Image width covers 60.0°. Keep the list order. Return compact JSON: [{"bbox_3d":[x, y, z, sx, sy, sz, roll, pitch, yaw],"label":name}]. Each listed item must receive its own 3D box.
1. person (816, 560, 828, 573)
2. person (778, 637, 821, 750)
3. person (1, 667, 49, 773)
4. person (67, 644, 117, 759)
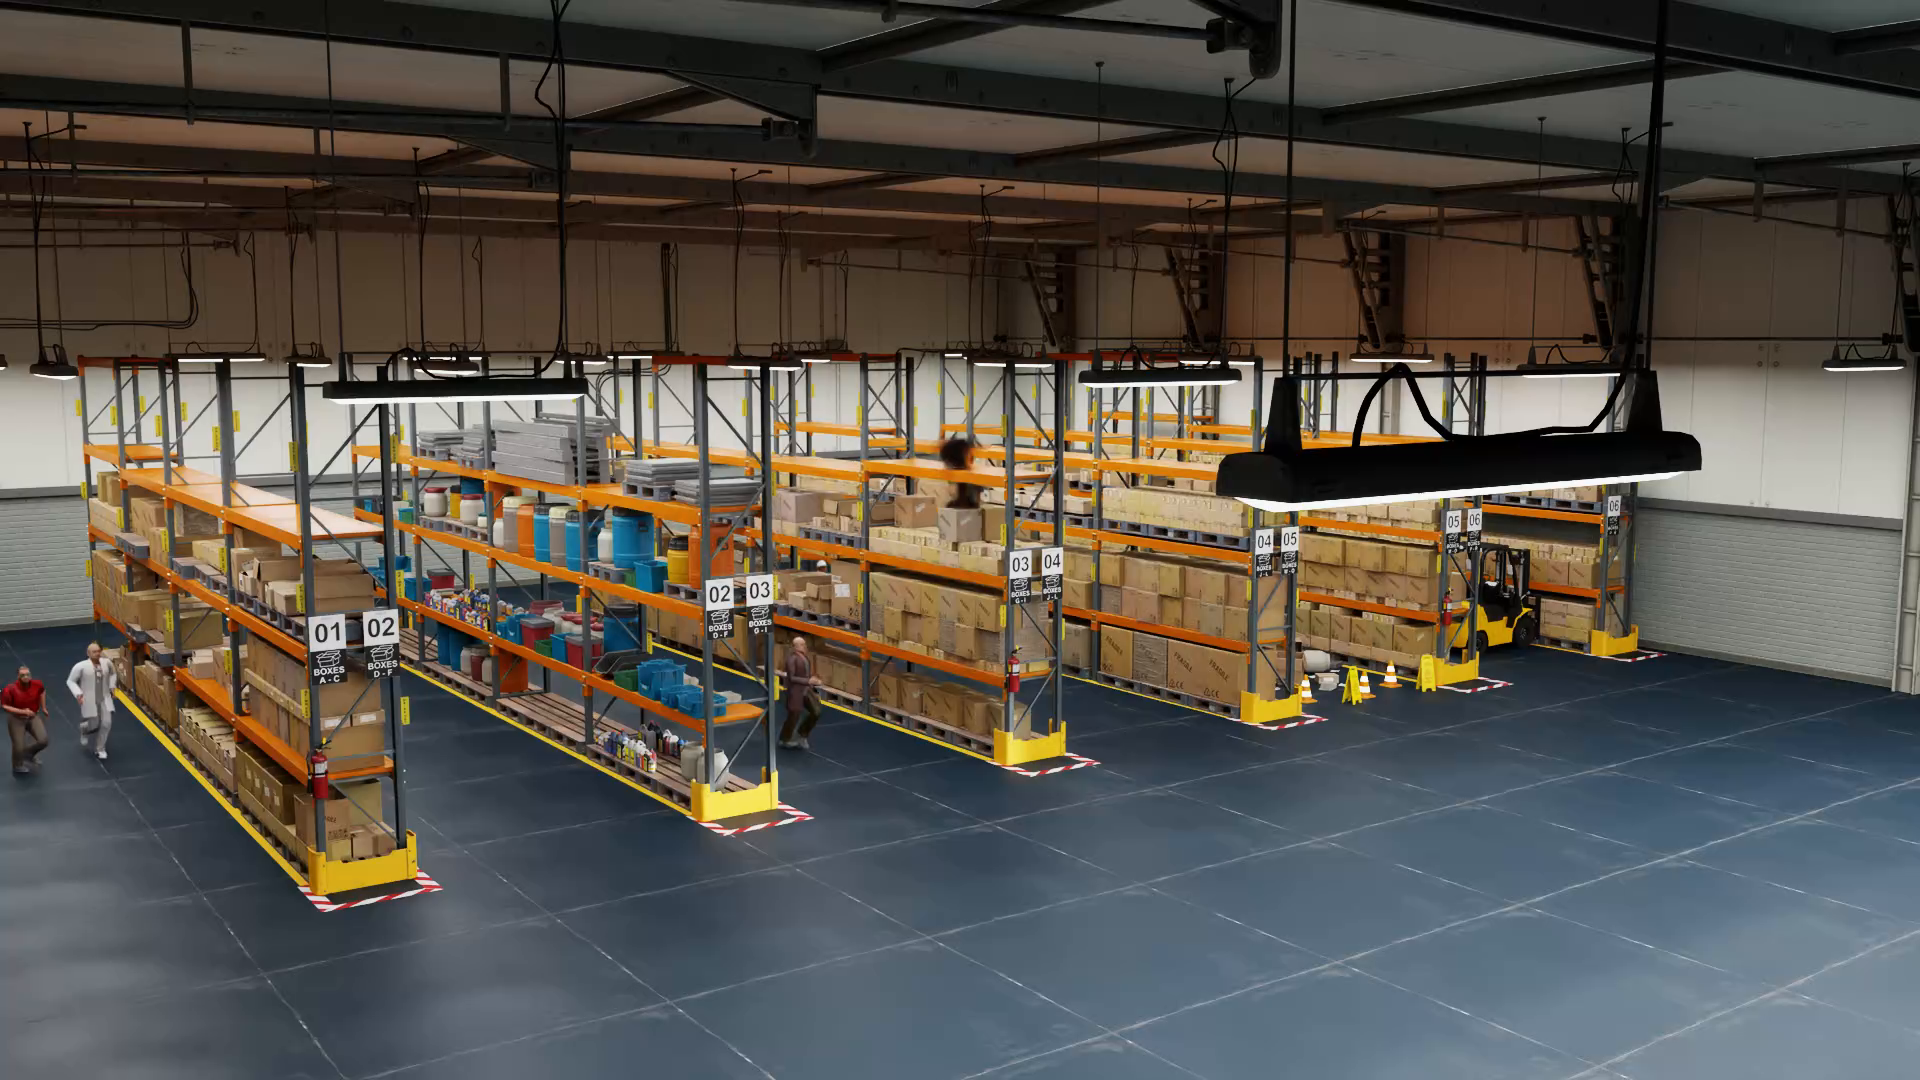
[{"bbox_3d":[-2.831,1.309,34.258,0.667,1.788,0.721,-7,10,-44],"label":"person"},{"bbox_3d":[-2.447,2.367,25.536,0.848,1.779,0.665,4,8,32],"label":"person"},{"bbox_3d":[-13.559,2.611,24.150,0.801,1.613,0.669,6,9,39],"label":"person"},{"bbox_3d":[-13.181,2.427,25.315,0.721,1.734,0.728,6,9,43],"label":"person"}]
